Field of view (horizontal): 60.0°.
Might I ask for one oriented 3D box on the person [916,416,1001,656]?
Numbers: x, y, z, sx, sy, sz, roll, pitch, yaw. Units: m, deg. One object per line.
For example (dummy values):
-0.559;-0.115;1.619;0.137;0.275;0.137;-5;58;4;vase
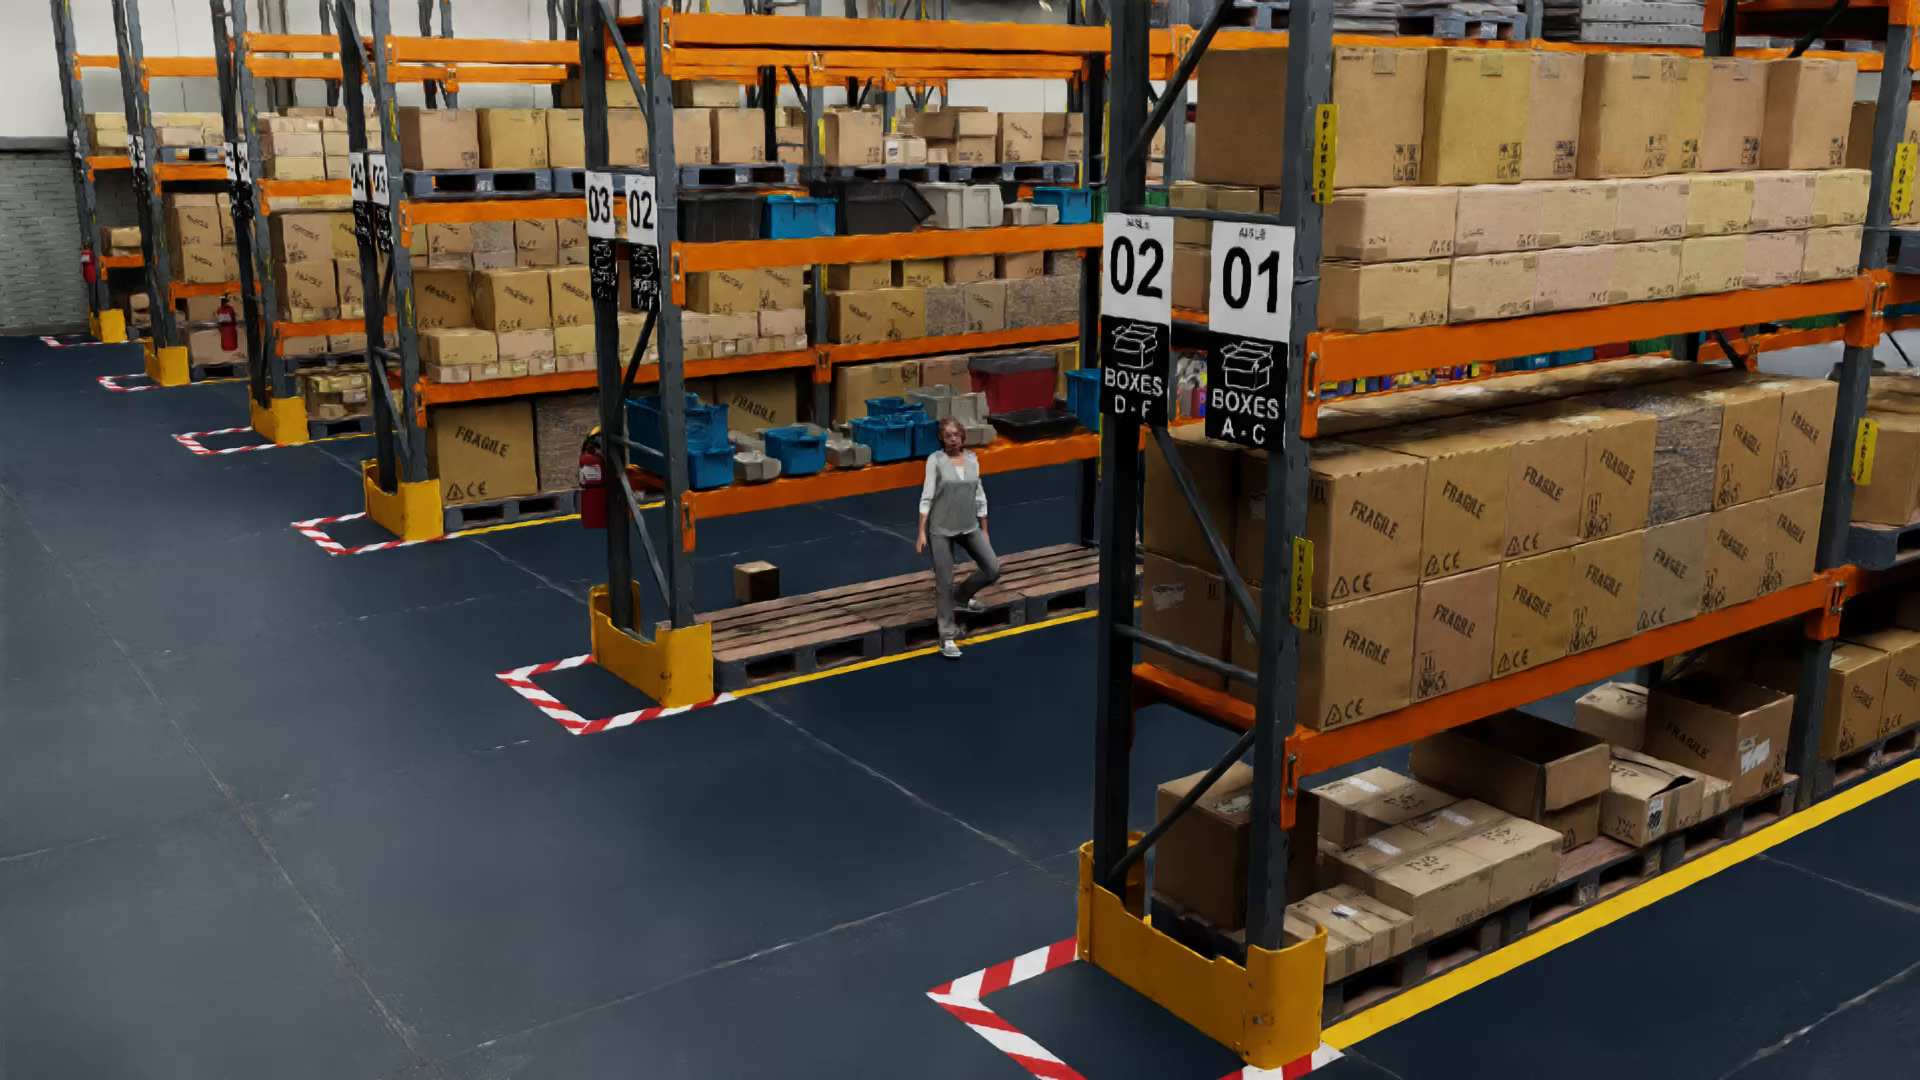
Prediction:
-0.034;-0.040;11.128;0.601;1.580;0.517;-7;16;-26;person
